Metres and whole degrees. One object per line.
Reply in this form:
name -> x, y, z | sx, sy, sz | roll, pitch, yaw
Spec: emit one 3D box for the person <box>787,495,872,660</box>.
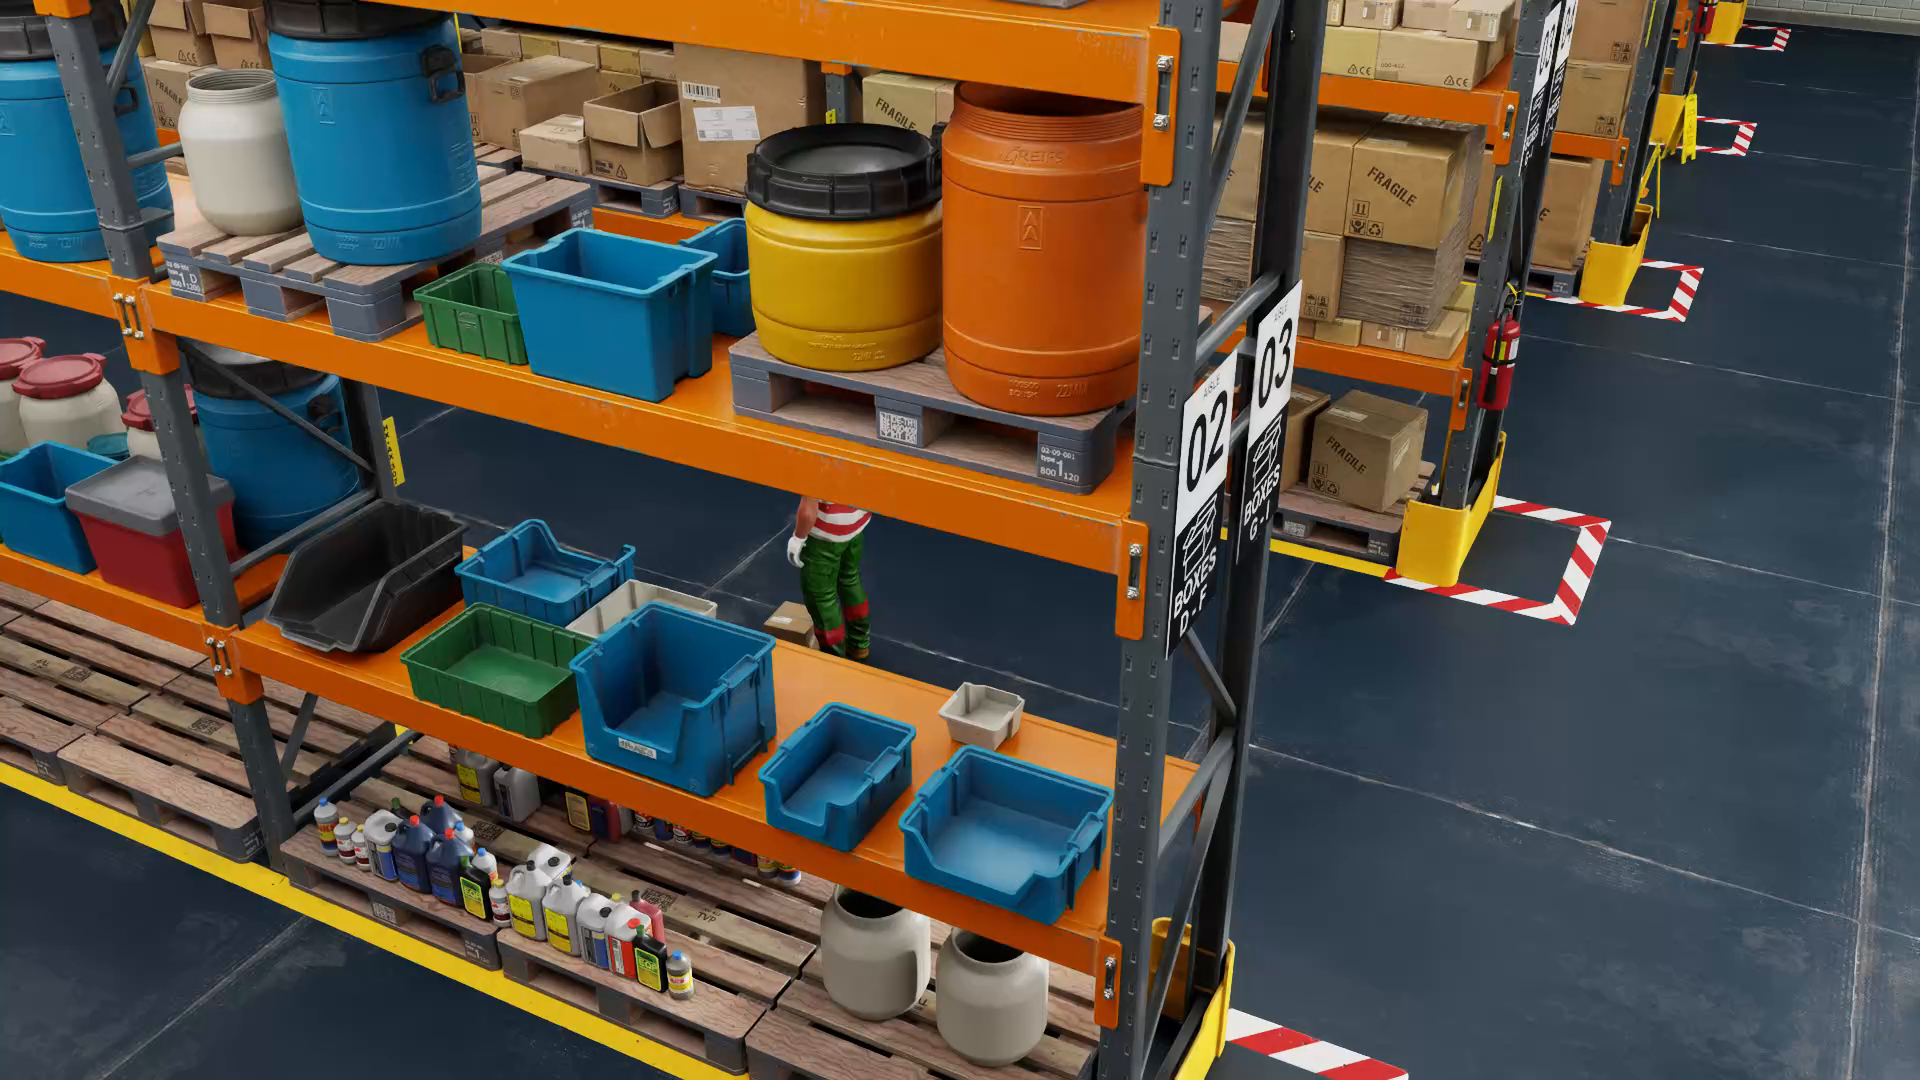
person -> -0.674, -0.094, 8.443 | 0.449, 1.780, 0.607 | 14, 33, 23
